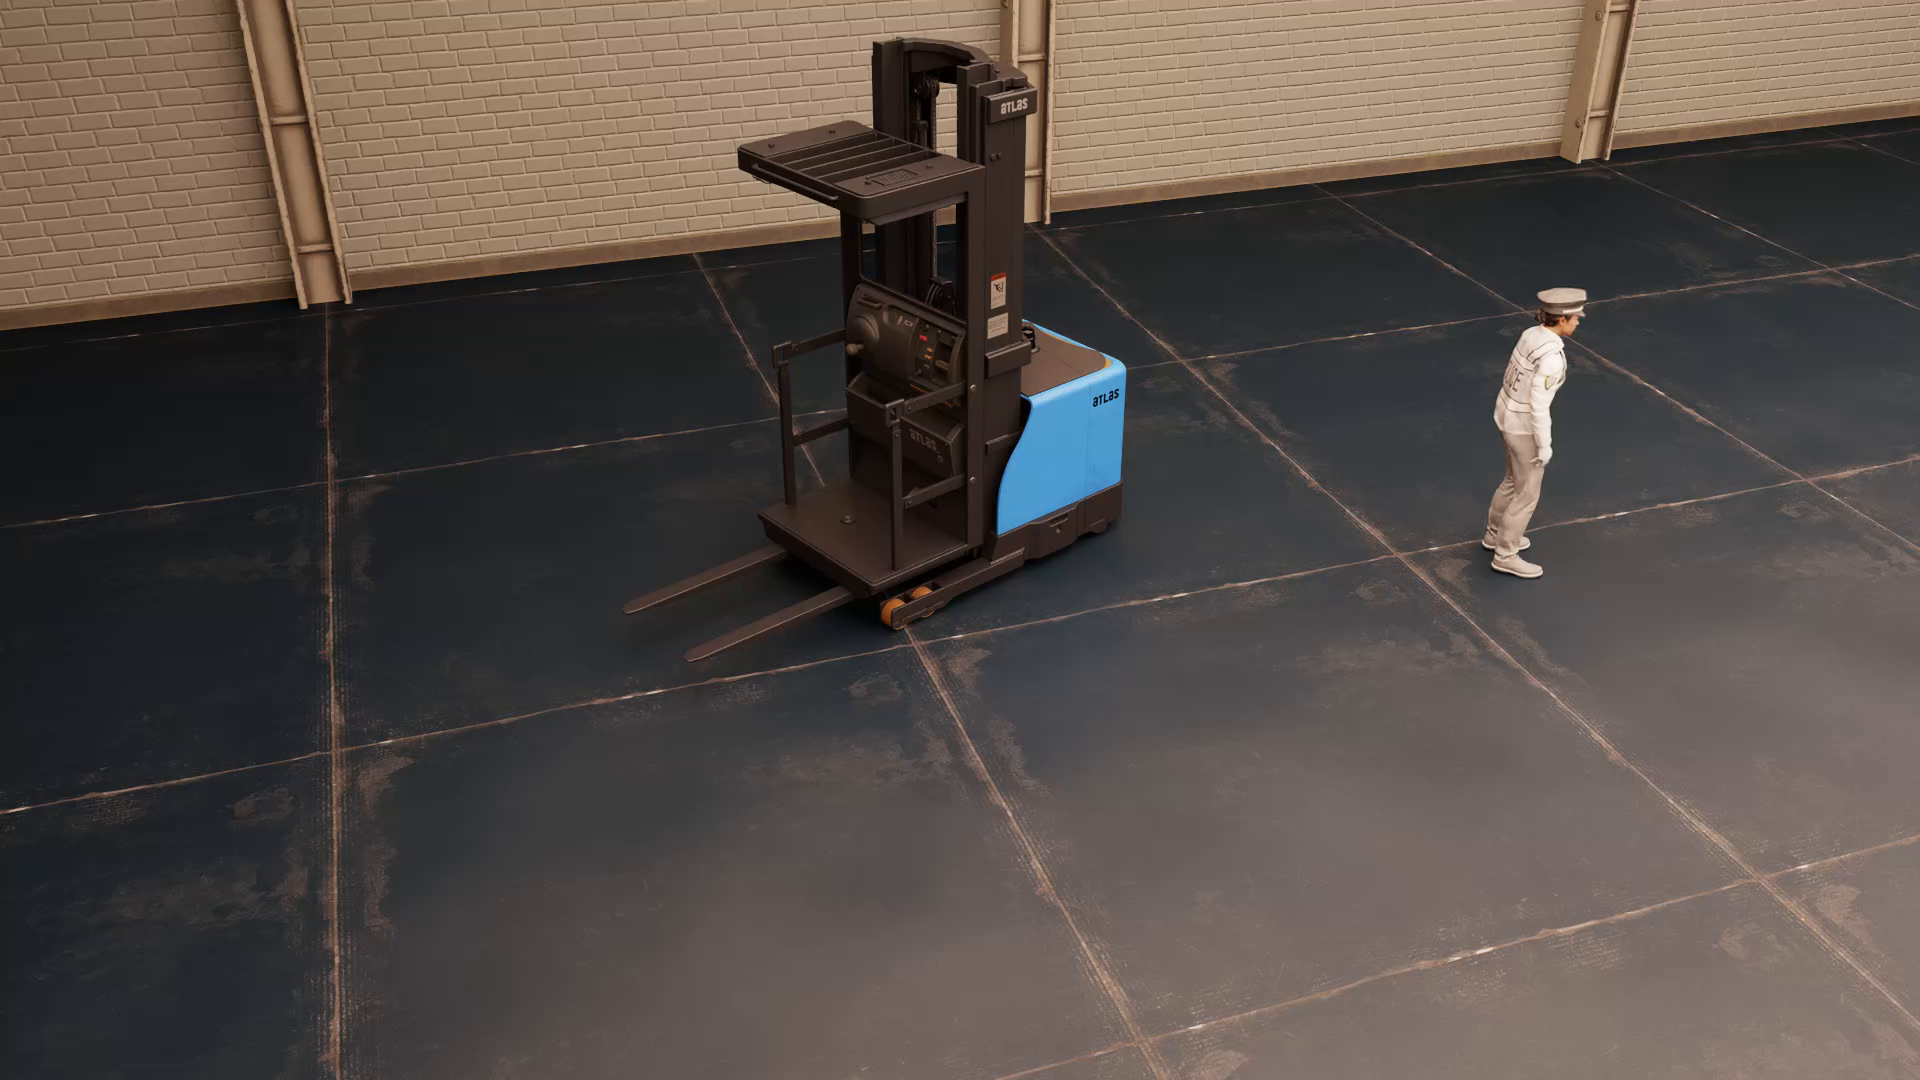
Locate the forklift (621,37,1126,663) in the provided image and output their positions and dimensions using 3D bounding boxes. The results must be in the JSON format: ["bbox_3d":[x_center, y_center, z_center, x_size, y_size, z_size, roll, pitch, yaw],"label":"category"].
[{"bbox_3d":[-0.461,-1.072,8.951,3.031,2.935,1.130,-23,37,-34],"label":"forklift"}]

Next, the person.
[{"bbox_3d":[3.236,-0.629,9.453,0.377,1.663,0.538,2,30,3],"label":"person"}]
